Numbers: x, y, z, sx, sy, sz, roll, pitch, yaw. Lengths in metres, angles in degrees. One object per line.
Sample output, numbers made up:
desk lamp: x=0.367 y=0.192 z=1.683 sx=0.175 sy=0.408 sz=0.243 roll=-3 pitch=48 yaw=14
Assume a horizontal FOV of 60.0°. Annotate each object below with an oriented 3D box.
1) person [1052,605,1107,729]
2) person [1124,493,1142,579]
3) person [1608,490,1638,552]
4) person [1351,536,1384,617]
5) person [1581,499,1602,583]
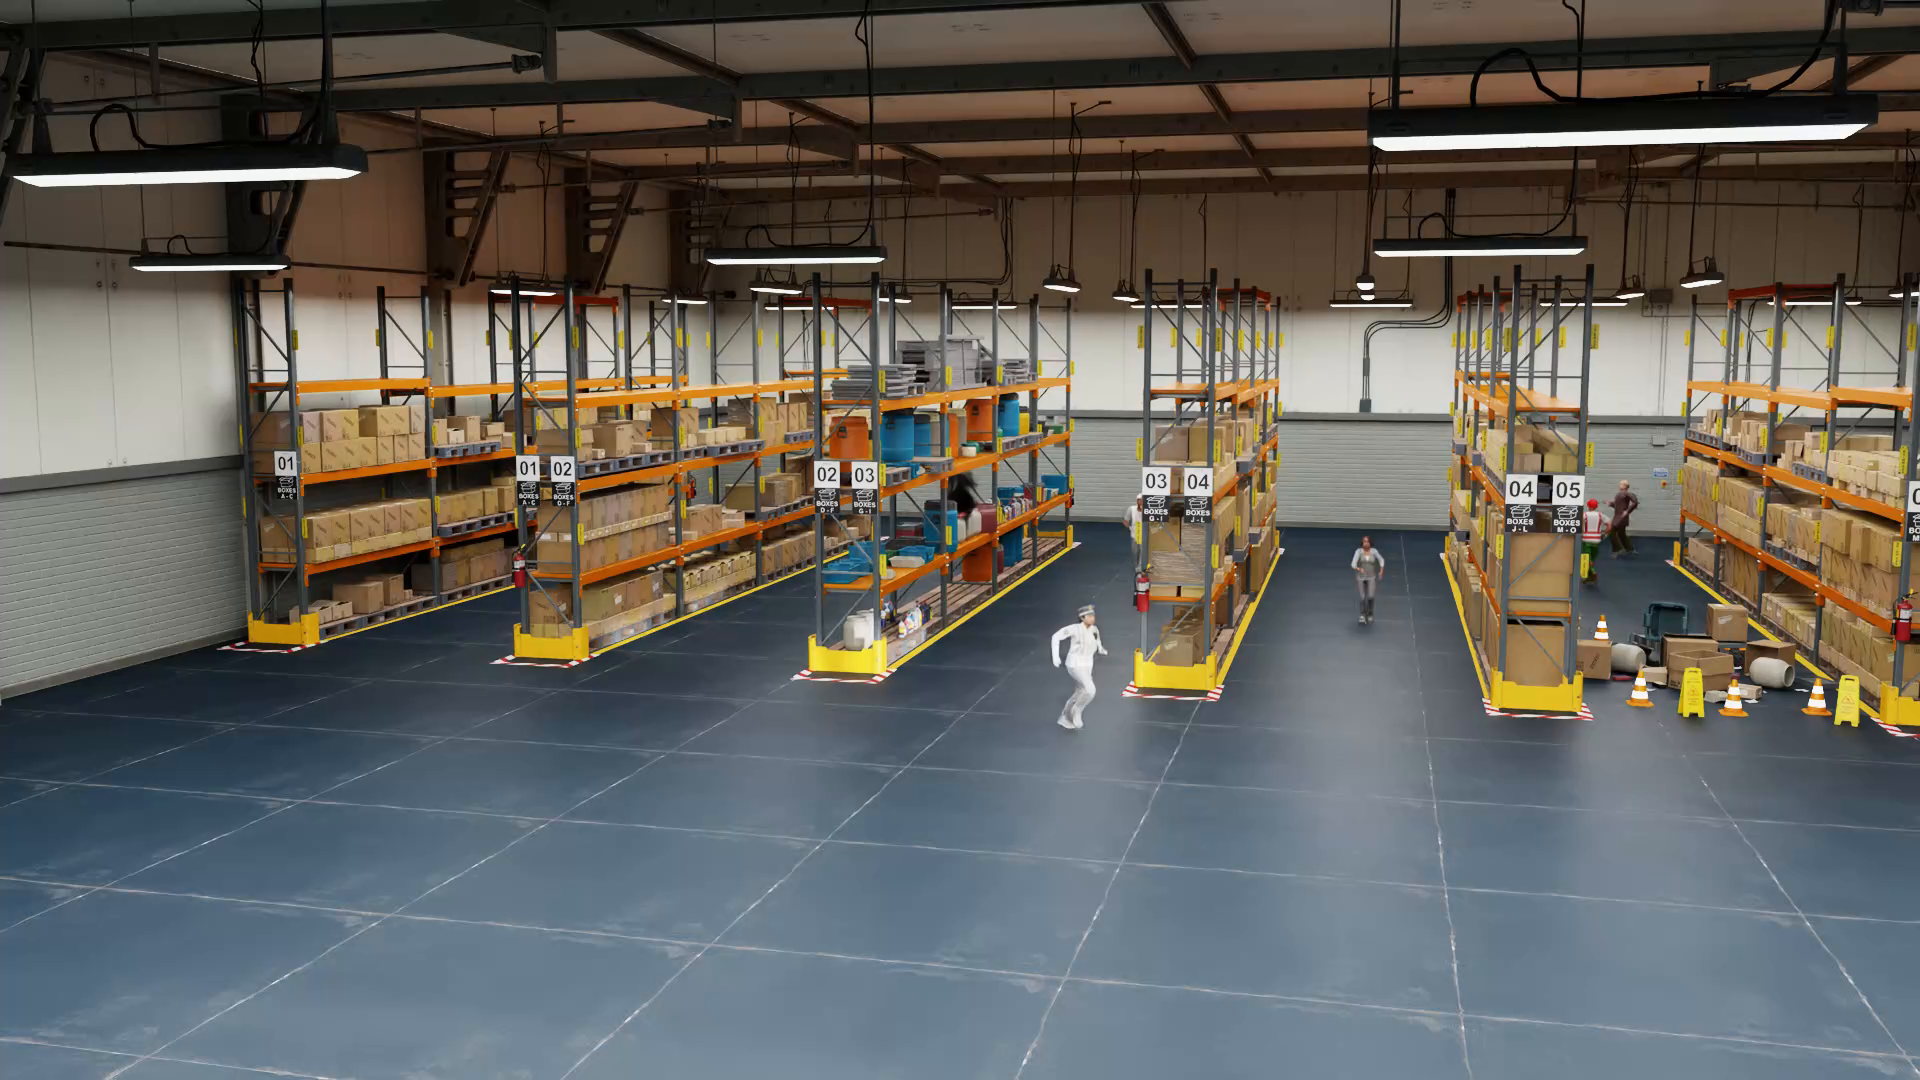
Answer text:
person: x=1.546 y=1.627 z=21.231 sx=0.645 sy=1.642 sz=0.741 roll=-6 pitch=9 yaw=-41
person: x=3.542 y=-0.086 z=32.556 sx=0.665 sy=1.697 sz=0.822 roll=1 pitch=7 yaw=9
person: x=15.273 y=-0.447 z=38.344 sx=0.634 sy=1.455 sz=0.685 roll=1 pitch=7 yaw=11
person: x=7.160 y=0.657 z=29.228 sx=0.567 sy=1.477 sz=0.650 roll=2 pitch=7 yaw=13
person: x=12.877 y=0.050 z=33.918 sx=0.417 sy=1.792 sz=0.981 roll=0 pitch=7 yaw=4
